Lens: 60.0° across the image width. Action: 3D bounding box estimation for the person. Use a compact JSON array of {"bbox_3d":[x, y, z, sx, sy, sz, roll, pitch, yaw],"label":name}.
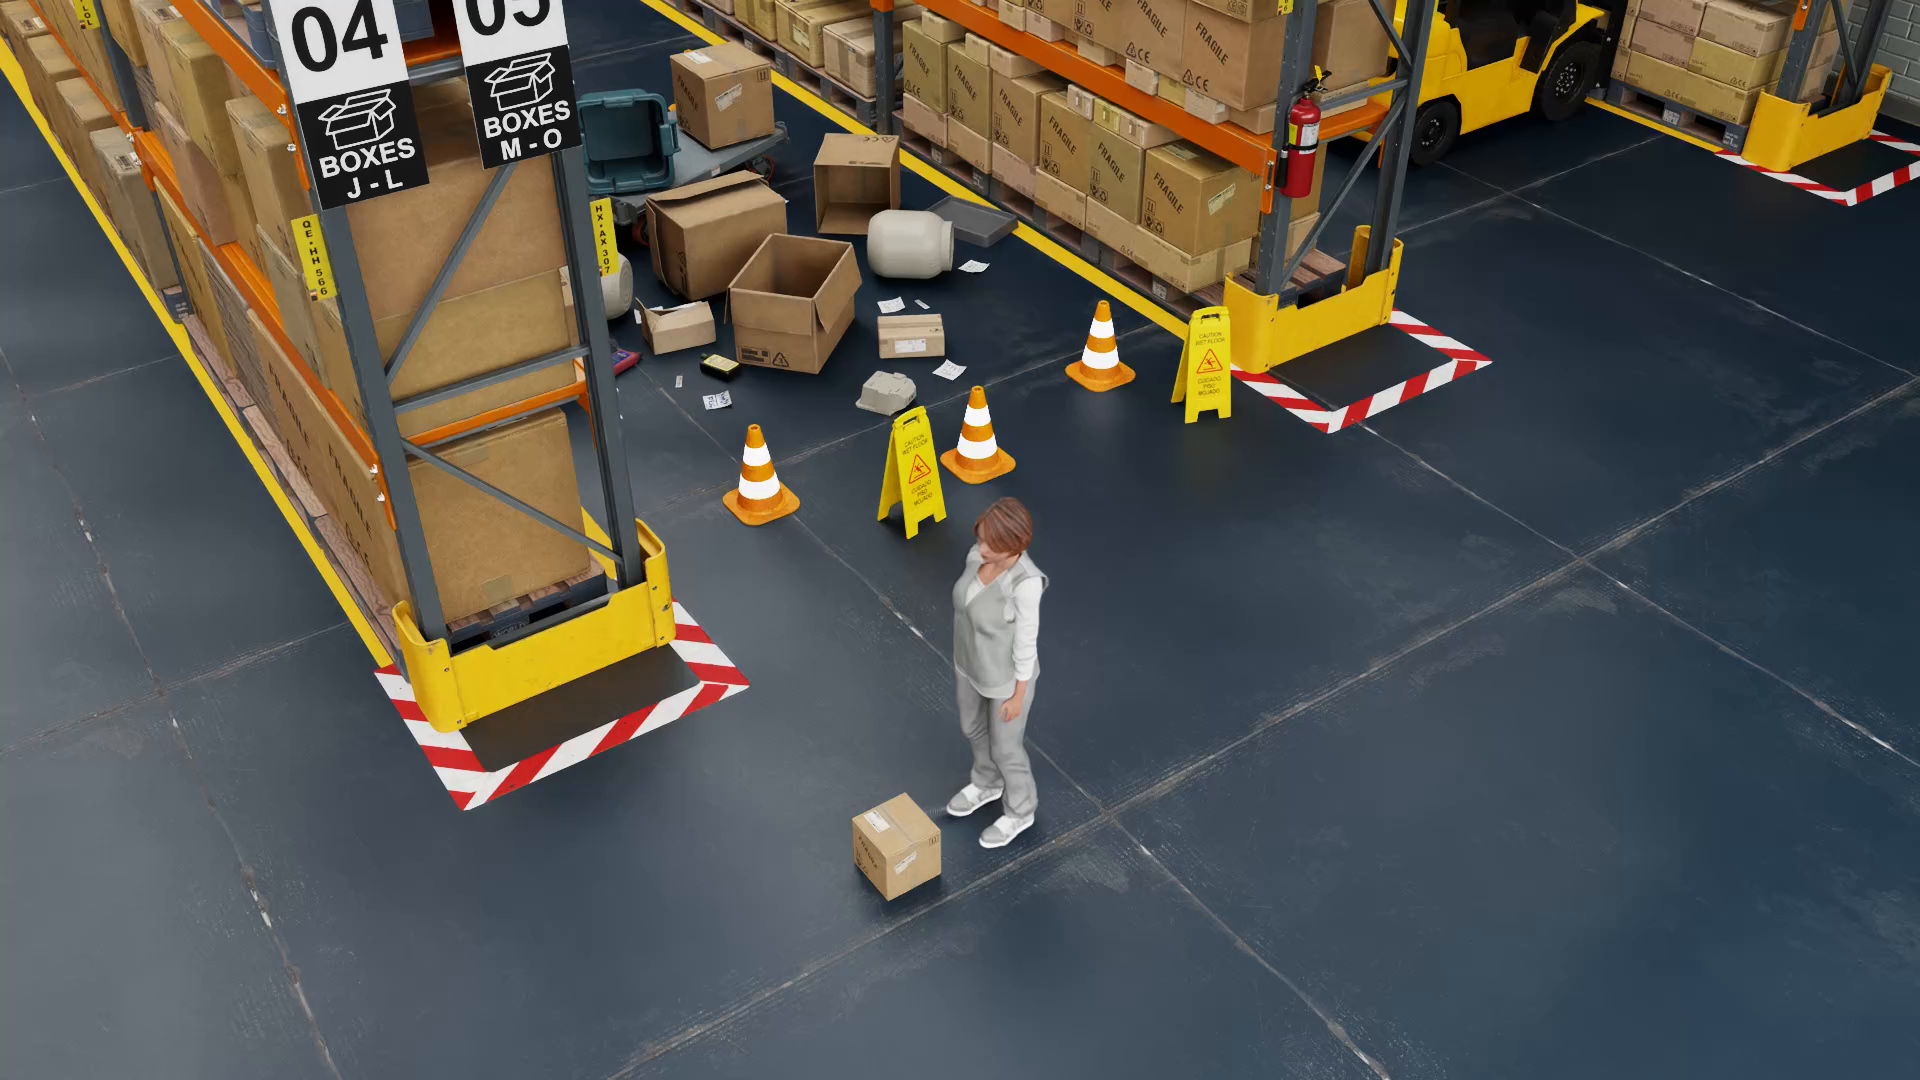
[{"bbox_3d":[0.146,0.510,6.331,0.310,1.596,0.406,-22,42,-26],"label":"person"}]
